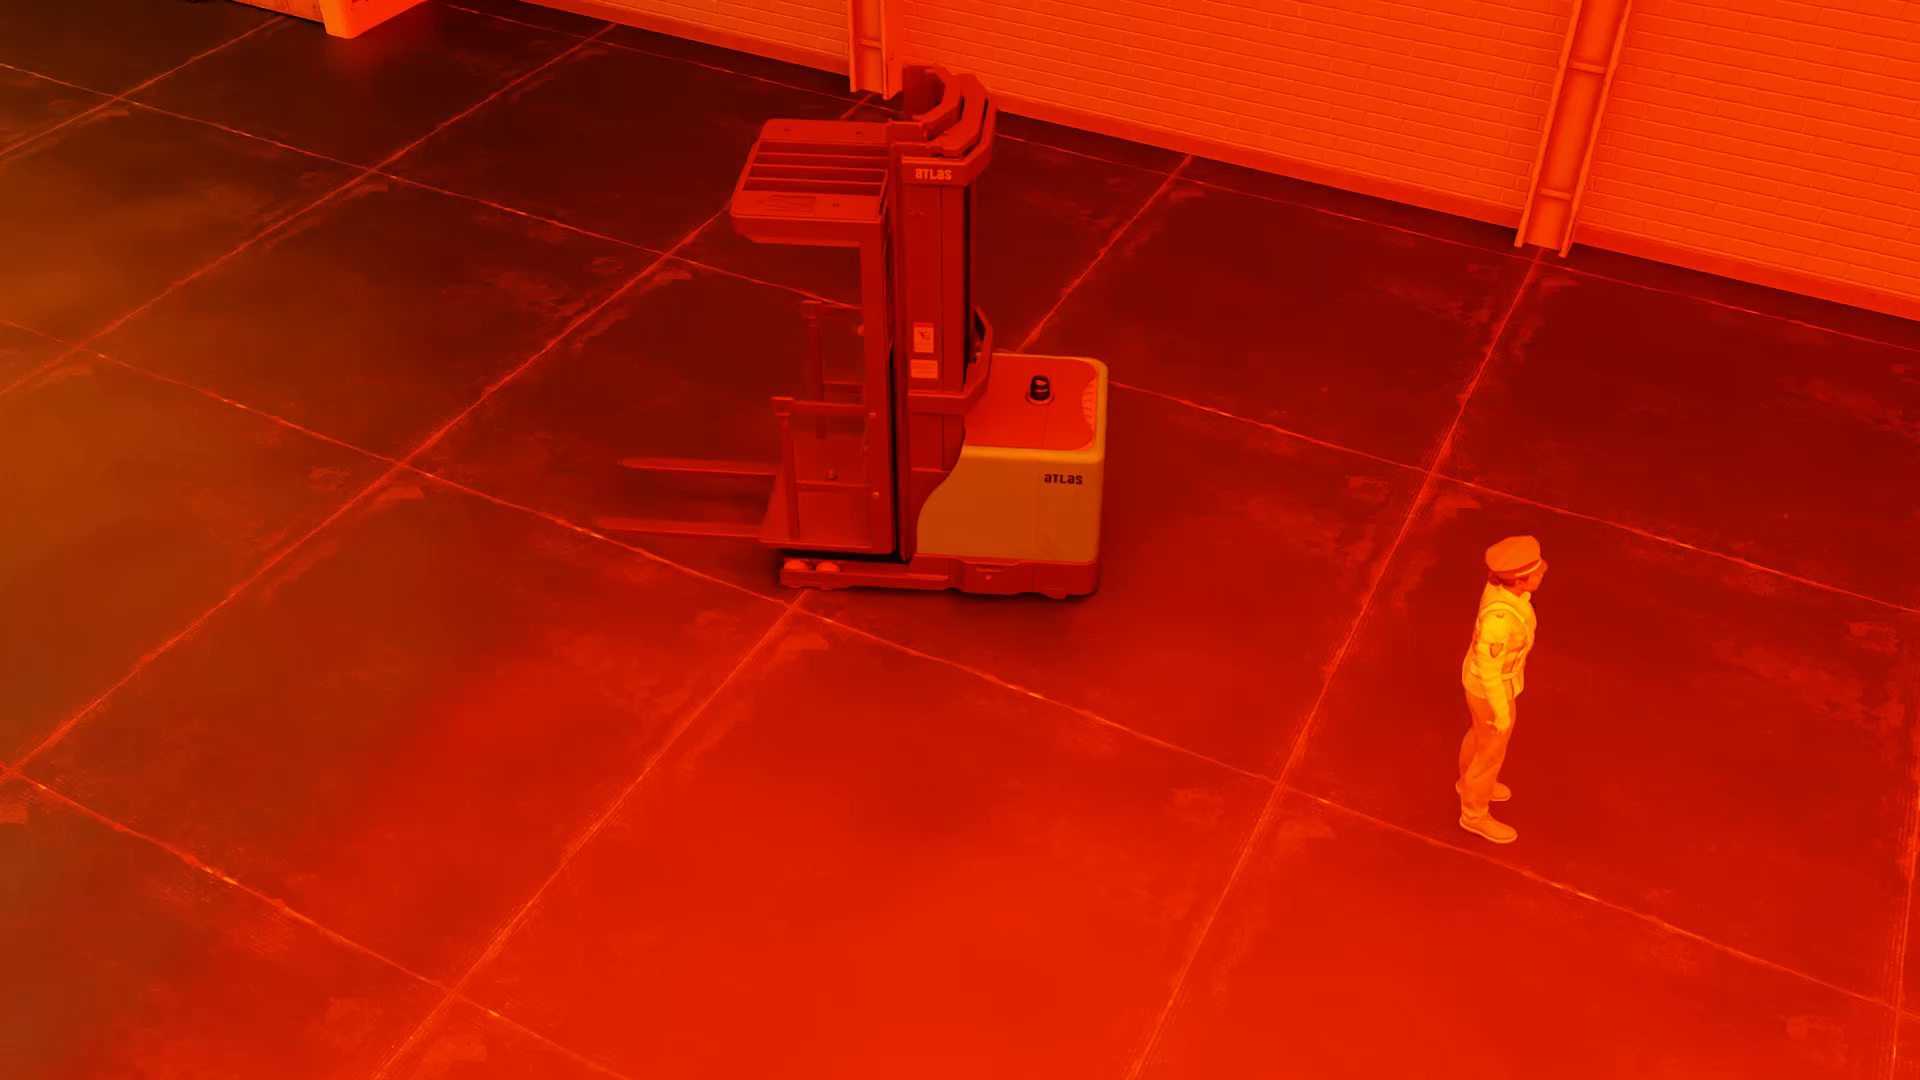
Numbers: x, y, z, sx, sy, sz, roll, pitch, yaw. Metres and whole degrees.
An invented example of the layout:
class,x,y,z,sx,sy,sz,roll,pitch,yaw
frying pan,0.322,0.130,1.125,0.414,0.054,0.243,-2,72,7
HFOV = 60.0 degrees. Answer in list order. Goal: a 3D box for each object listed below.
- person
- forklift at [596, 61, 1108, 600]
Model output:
class,x,y,z,sx,sy,sz,roll,pitch,yaw
person,2.659,0.707,8.114,0.479,1.708,0.572,11,41,13
forklift,-0.656,-1.160,9.364,3.031,2.935,1.130,3,40,4
